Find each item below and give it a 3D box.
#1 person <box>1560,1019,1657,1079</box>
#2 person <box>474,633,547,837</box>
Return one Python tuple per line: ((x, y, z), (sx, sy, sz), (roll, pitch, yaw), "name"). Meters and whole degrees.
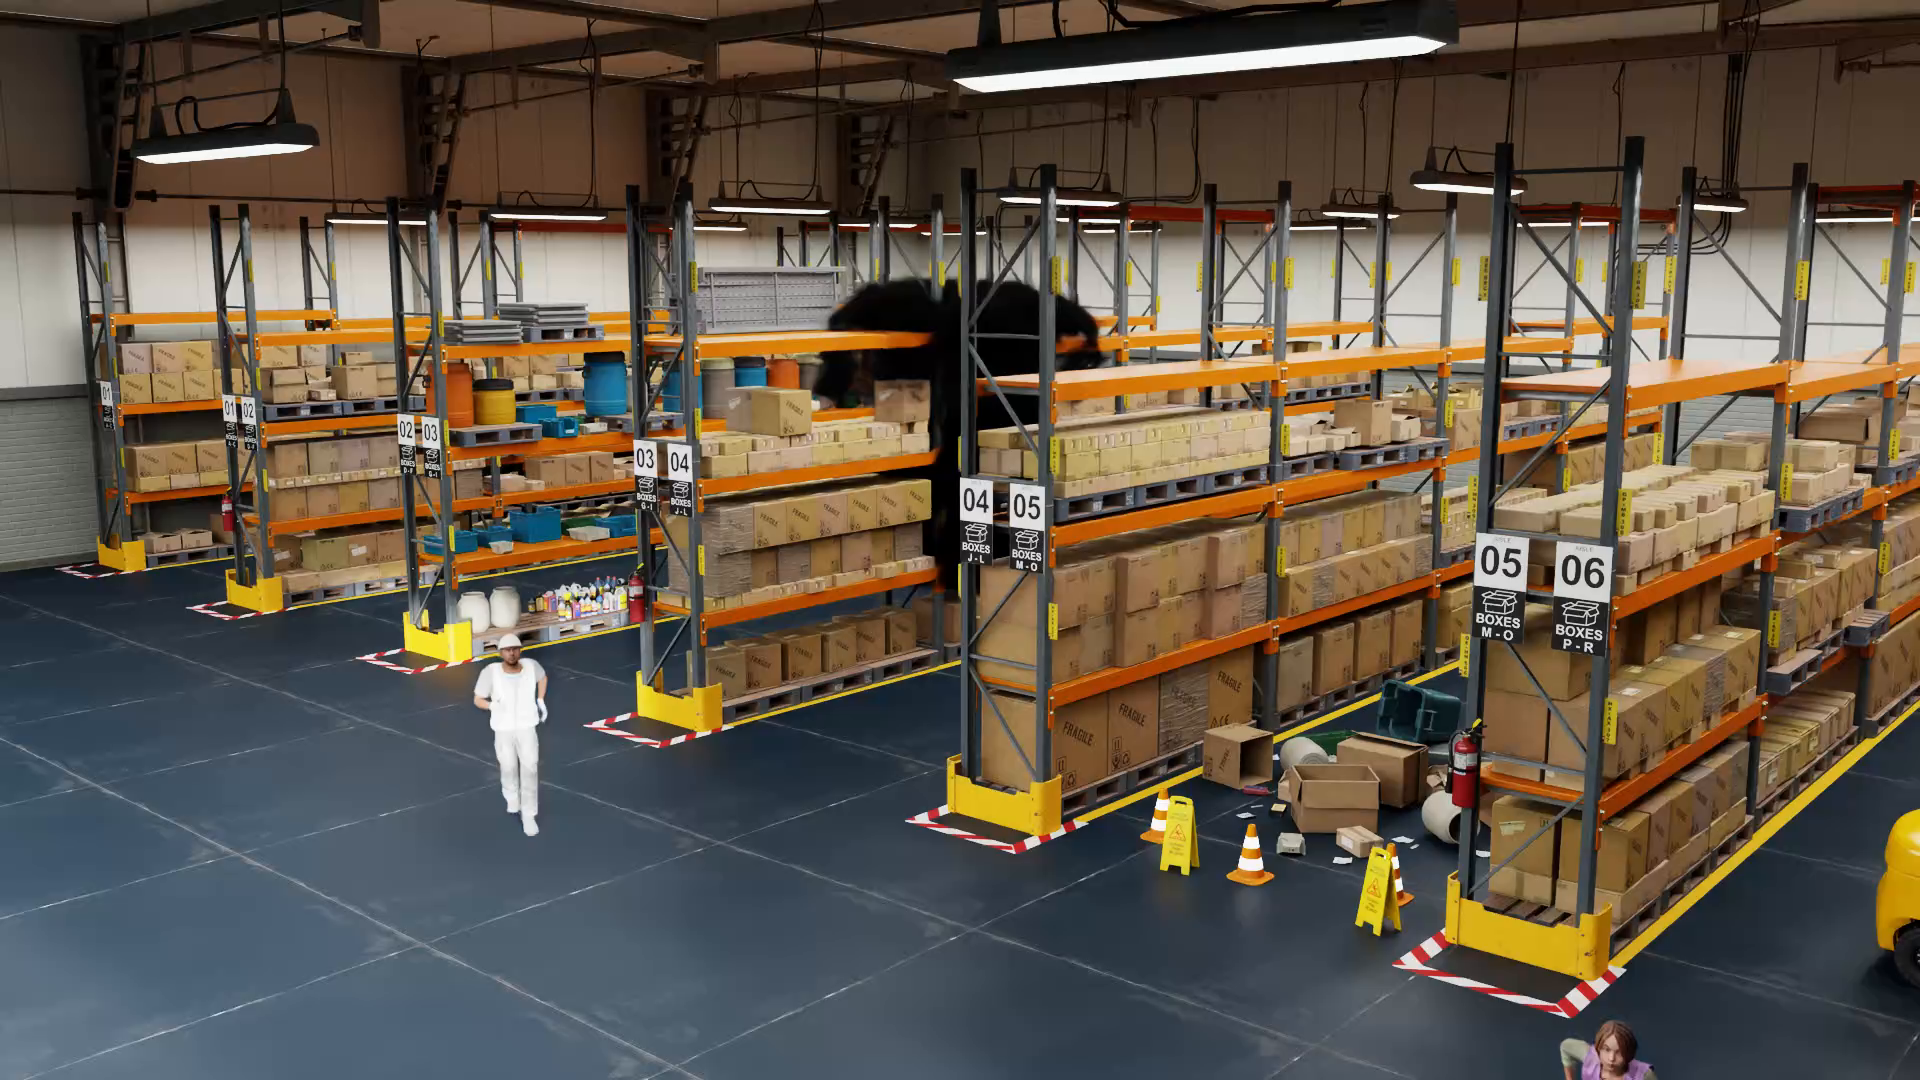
((3.227, 3.039, 8.272), (0.526, 1.523, 0.837), (4, 10, 24), "person")
((-4.125, 1.753, 15.334), (0.662, 1.835, 0.815), (-3, 10, -16), "person")
